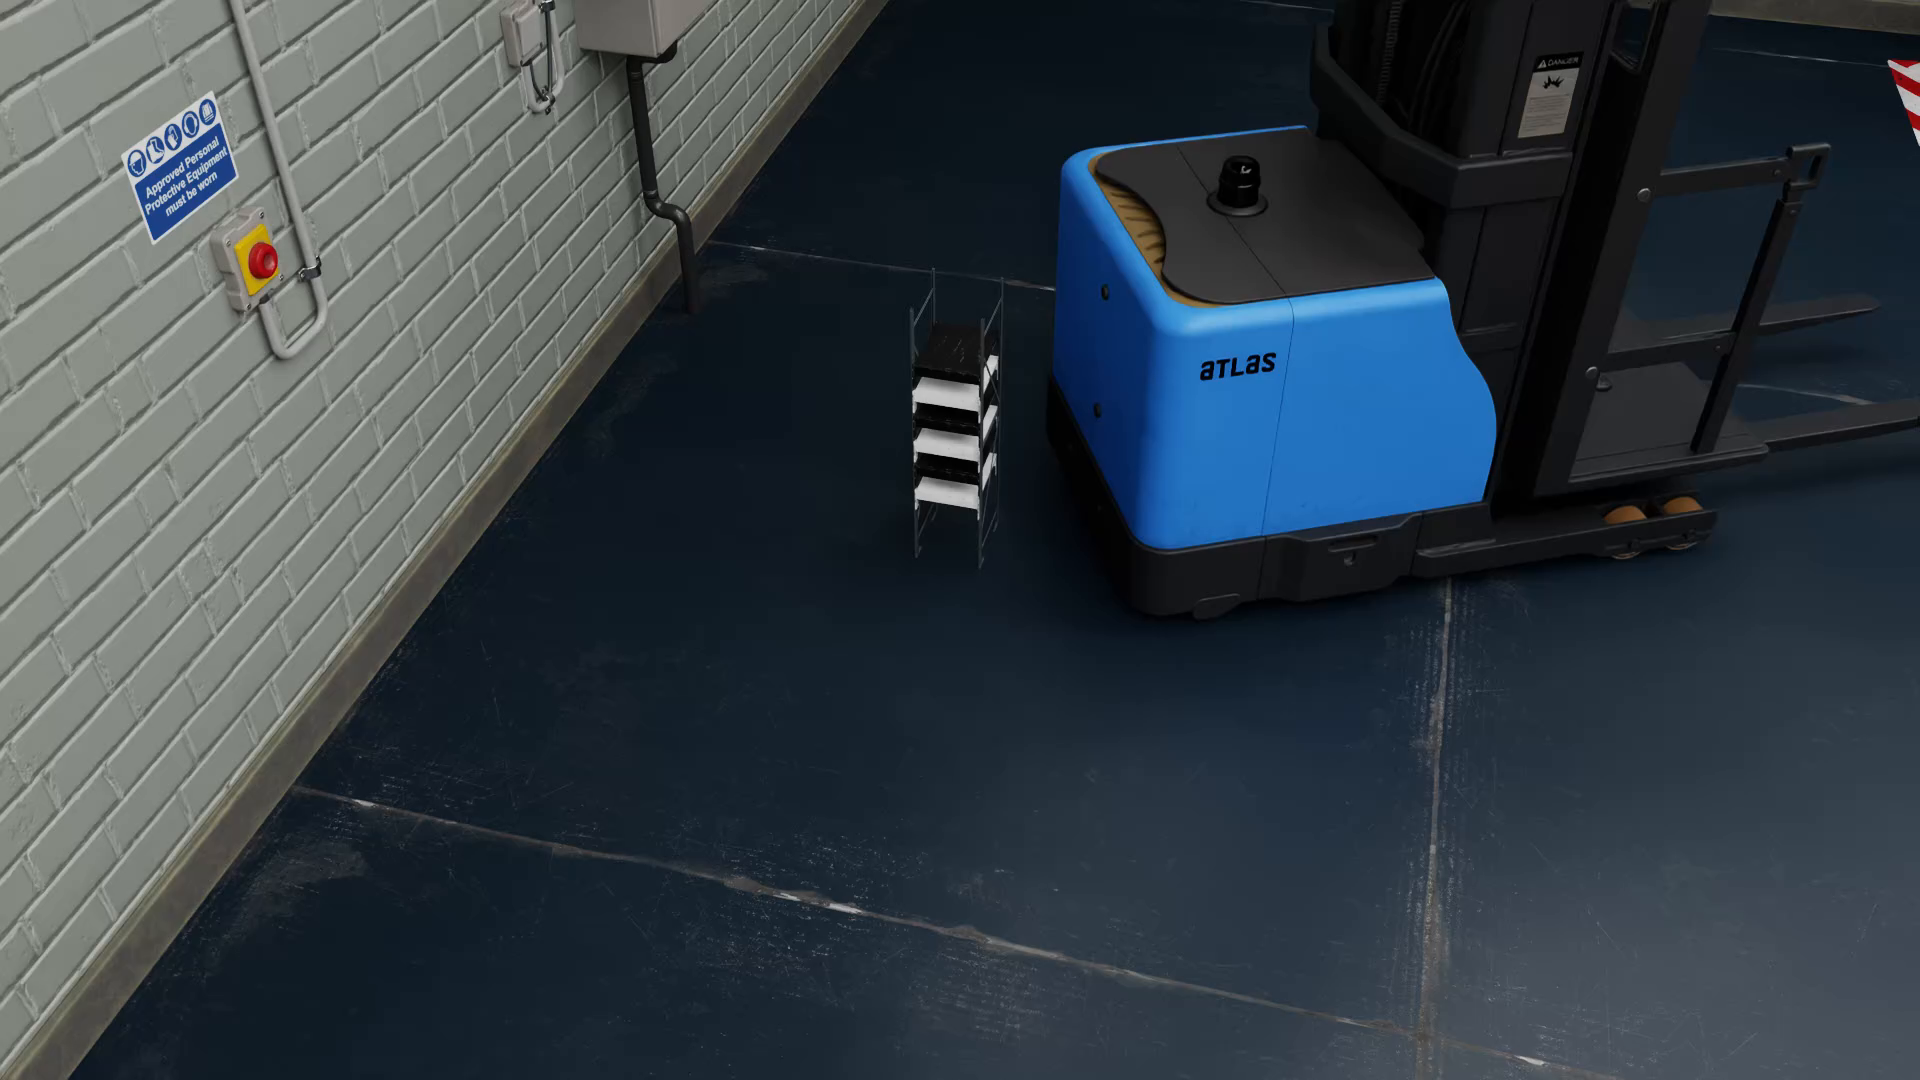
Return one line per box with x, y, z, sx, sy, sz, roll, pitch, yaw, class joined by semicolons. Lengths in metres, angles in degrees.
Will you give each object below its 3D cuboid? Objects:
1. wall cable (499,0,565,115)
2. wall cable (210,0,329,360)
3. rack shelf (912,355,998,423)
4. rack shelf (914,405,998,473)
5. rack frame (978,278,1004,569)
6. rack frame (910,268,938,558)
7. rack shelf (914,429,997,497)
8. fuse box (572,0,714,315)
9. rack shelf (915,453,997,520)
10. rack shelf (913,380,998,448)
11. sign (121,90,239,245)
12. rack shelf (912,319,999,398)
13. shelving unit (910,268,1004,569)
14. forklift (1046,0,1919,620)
-1.300;-2.018;4.530;0.122;1.984;0.588;10;41;11;wall cable
-1.655;-1.147;3.469;0.123;1.953;0.585;10;41;11;wall cable
-0.008;-0.458;4.868;0.200;0.077;0.258;10;41;11;rack shelf
-0.008;-0.320;4.984;0.200;0.077;0.258;10;41;11;rack shelf
0.090;-0.329;4.942;0.006;0.900;0.240;10;41;11;rack frame
-0.106;-0.363;4.982;0.006;0.900;0.240;10;41;11;rack frame
-0.008;-0.252;5.042;0.200;0.077;0.258;10;41;11;rack shelf
-0.971;-1.533;5.745;0.414;1.711;0.539;10;41;11;fuse box
-0.008;-0.183;5.099;0.200;0.077;0.258;10;41;11;rack shelf
-0.008;-0.389;4.926;0.200;0.077;0.258;10;41;11;rack shelf
-1.727;-0.829;3.695;0.001;0.218;0.327;10;41;11;sign
-0.008;-0.527;4.810;0.200;0.077;0.258;10;41;11;rack shelf
-0.008;-0.346;4.962;0.210;0.900;0.258;10;41;11;shelving unit
1.861;-1.385;4.621;3.031;2.935;1.130;-9;41;-10;forklift
